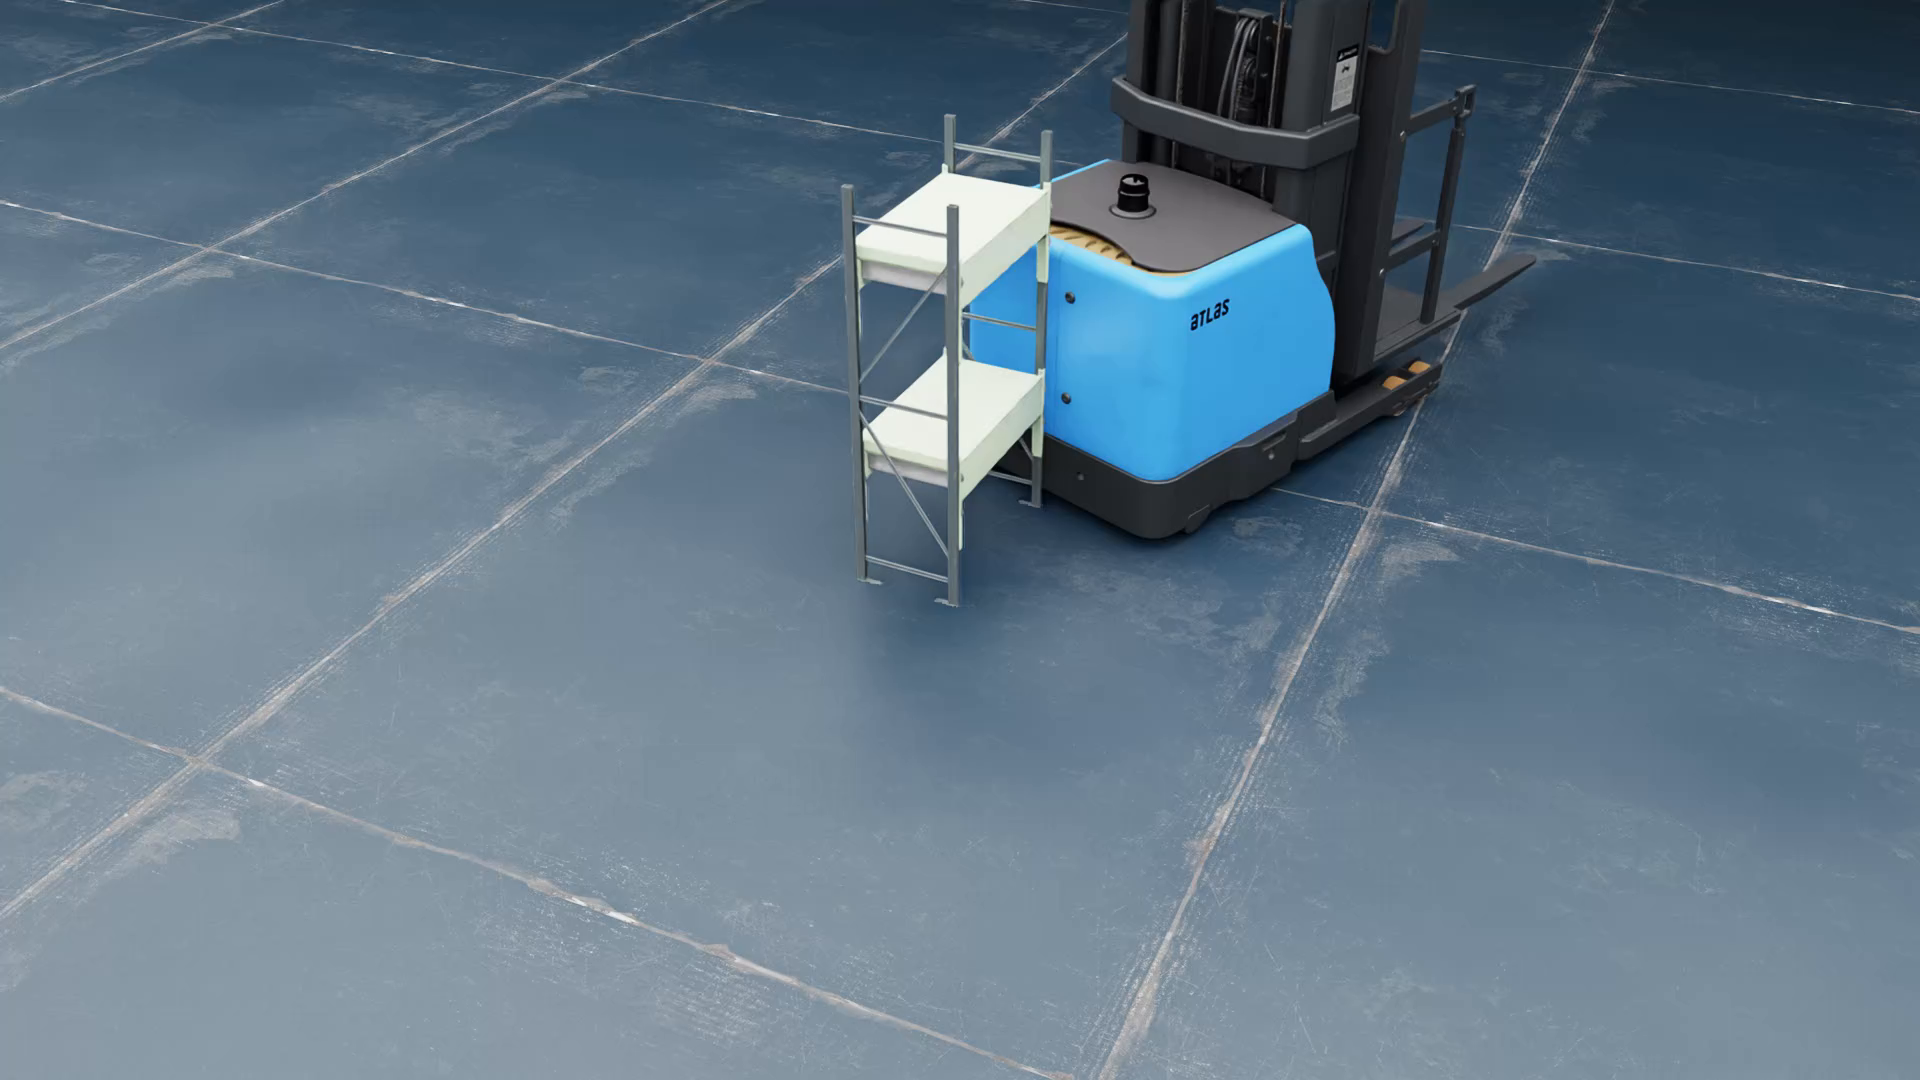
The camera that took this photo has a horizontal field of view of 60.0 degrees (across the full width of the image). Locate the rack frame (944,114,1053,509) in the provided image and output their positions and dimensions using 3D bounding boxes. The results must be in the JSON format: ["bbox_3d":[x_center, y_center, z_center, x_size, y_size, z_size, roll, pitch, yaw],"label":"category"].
[{"bbox_3d":[0.131,-0.798,6.100,0.400,1.500,0.023,15,36,21],"label":"rack frame"}]

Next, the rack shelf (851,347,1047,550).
[{"bbox_3d":[-0.028,-0.345,6.003,0.431,0.370,0.720,15,36,21],"label":"rack shelf"}]

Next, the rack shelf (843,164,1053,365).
[{"bbox_3d":[-0.028,-0.944,5.610,0.431,0.370,0.720,15,36,21],"label":"rack shelf"}]

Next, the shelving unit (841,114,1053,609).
[{"bbox_3d":[-0.028,-0.618,5.824,0.431,1.500,0.755,15,36,21],"label":"shelving unit"}]

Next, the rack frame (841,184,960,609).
[{"bbox_3d":[-0.187,-0.437,5.548,0.400,1.500,0.023,15,36,21],"label":"rack frame"}]

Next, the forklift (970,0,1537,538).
[{"bbox_3d":[1.427,-1.933,6.524,3.031,2.935,1.130,-28,43,-36],"label":"forklift"}]
